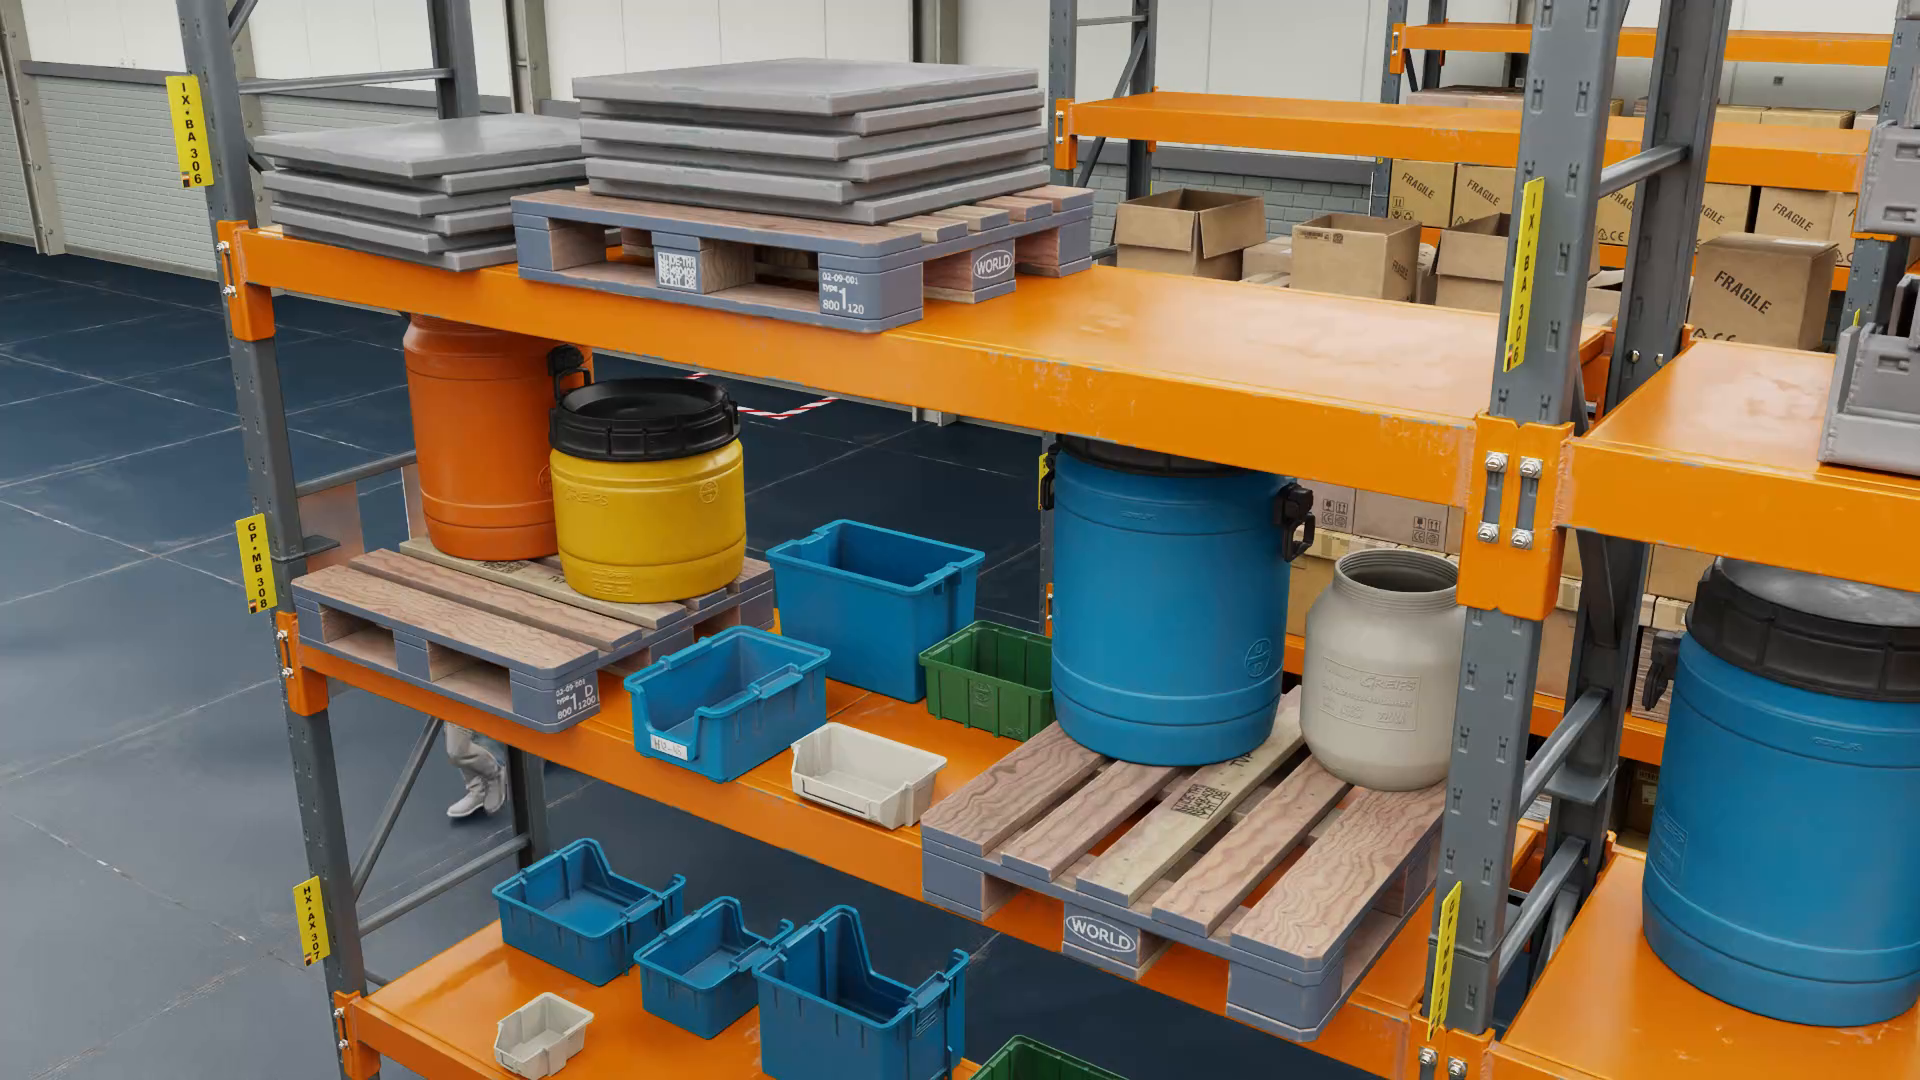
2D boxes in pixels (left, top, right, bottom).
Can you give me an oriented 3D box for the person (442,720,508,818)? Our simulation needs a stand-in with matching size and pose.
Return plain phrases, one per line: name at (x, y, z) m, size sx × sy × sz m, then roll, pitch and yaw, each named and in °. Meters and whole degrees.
person at (-2.931, 0.834, 9.664) m, size 0.477 × 1.689 × 0.411 m, roll 13°, pitch 24°, yaw 31°
